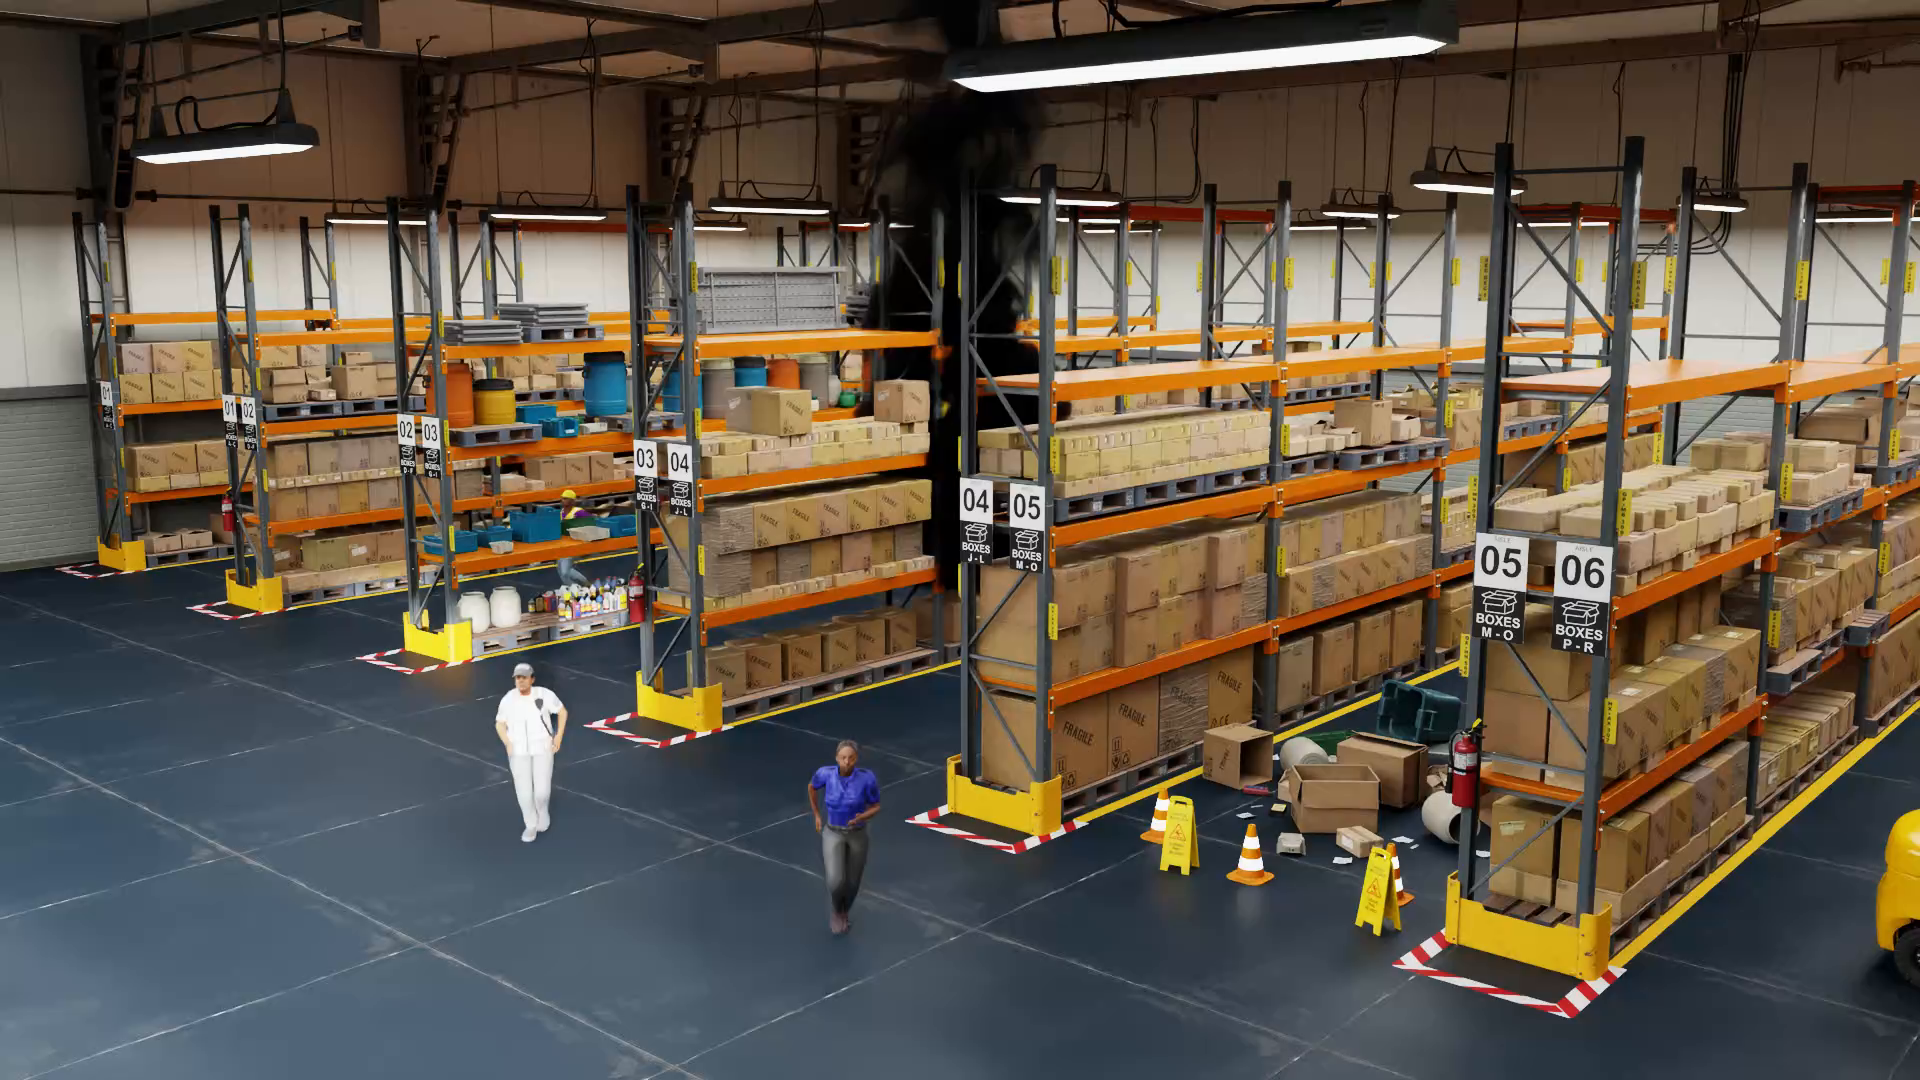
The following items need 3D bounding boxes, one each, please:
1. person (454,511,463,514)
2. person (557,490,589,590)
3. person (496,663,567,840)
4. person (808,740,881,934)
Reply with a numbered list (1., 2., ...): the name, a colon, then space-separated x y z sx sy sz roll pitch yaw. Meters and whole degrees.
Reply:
1. person: -8.999 -0.596 29.570 0.677 1.763 0.965 8 12 40
2. person: -6.018 0.091 25.490 0.692 1.720 0.589 6 11 34
3. person: -3.856 1.918 14.936 0.616 1.618 0.508 -1 10 -6
4. person: -0.875 2.276 12.700 0.529 1.572 0.756 -2 10 -9
